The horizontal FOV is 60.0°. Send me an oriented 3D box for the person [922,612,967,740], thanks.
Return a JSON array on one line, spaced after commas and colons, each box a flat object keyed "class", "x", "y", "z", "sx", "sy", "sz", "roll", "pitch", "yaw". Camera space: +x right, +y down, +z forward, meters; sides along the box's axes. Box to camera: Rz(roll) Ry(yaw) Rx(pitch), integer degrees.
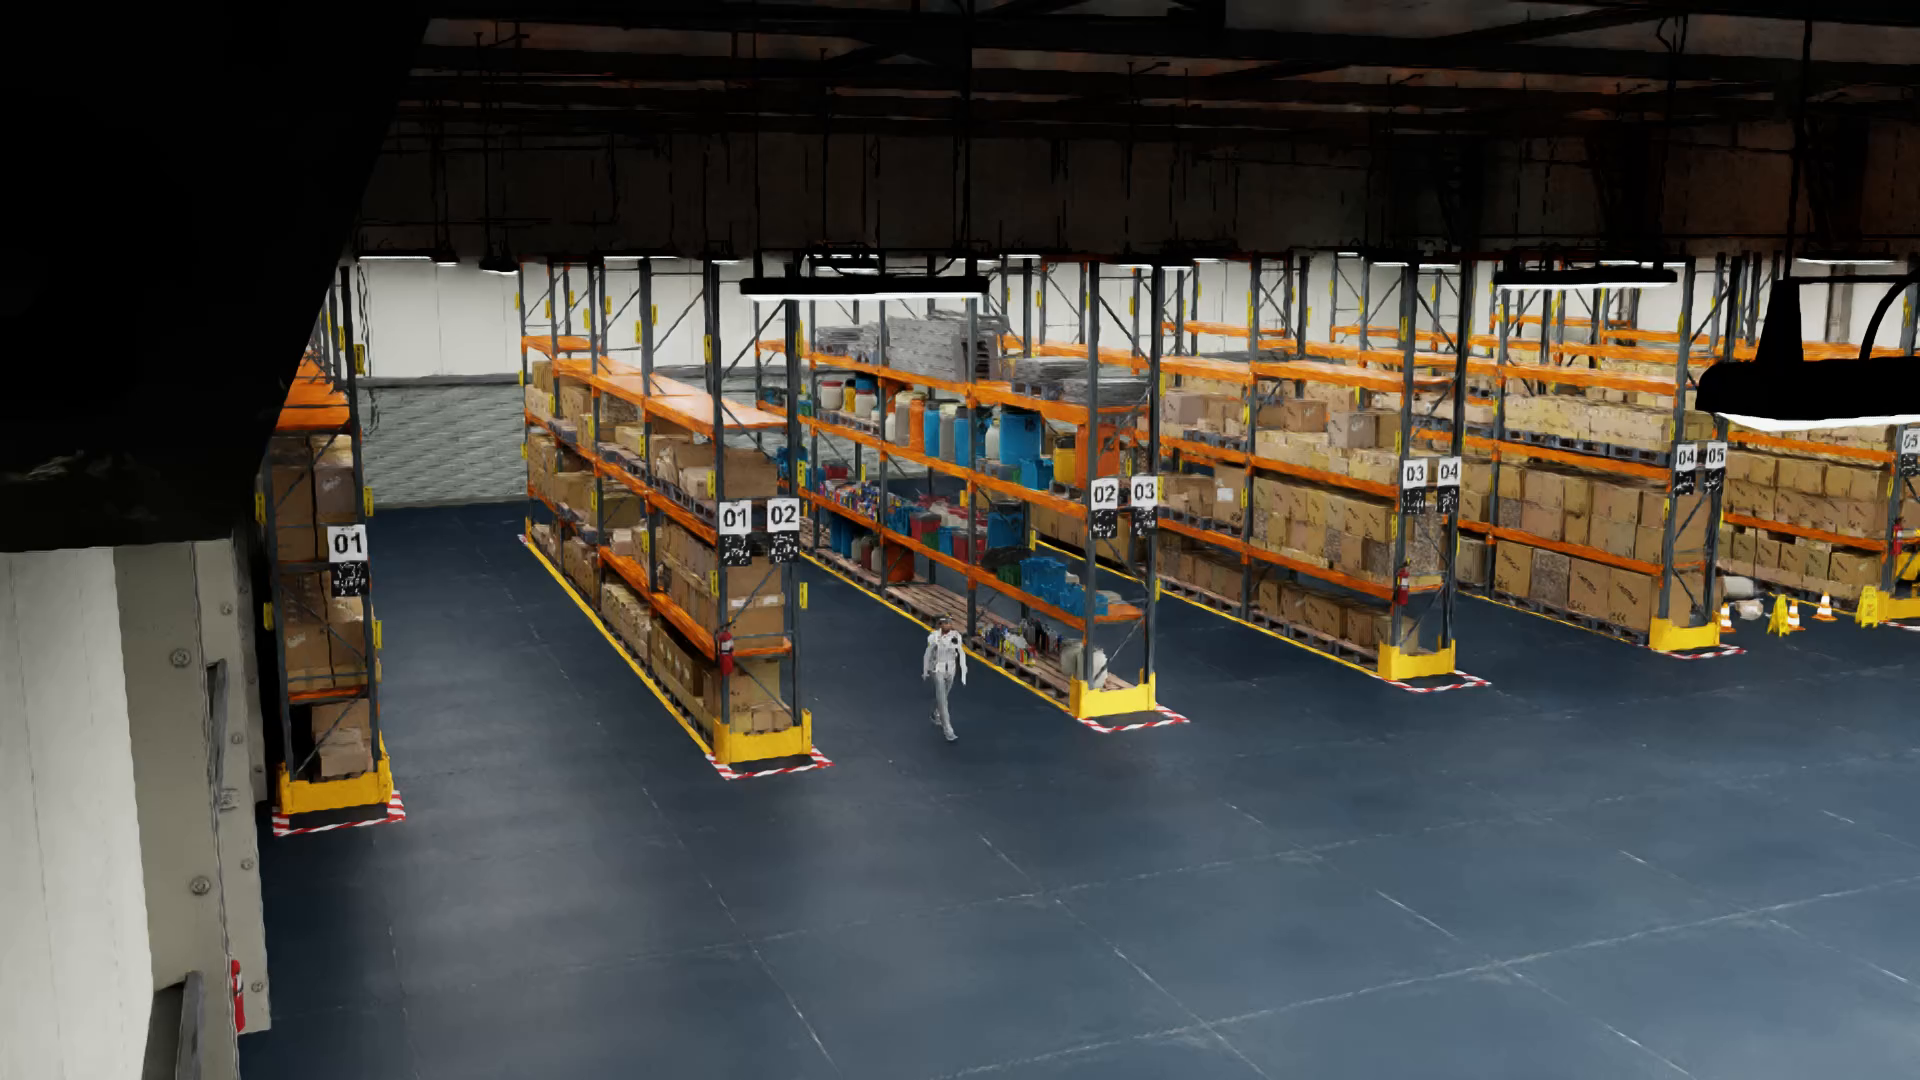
[{"class": "person", "x": -0.181, "y": 1.680, "z": 21.299, "sx": 0.502, "sy": 1.624, "sz": 0.997, "roll": -4, "pitch": 11, "yaw": -23}]
